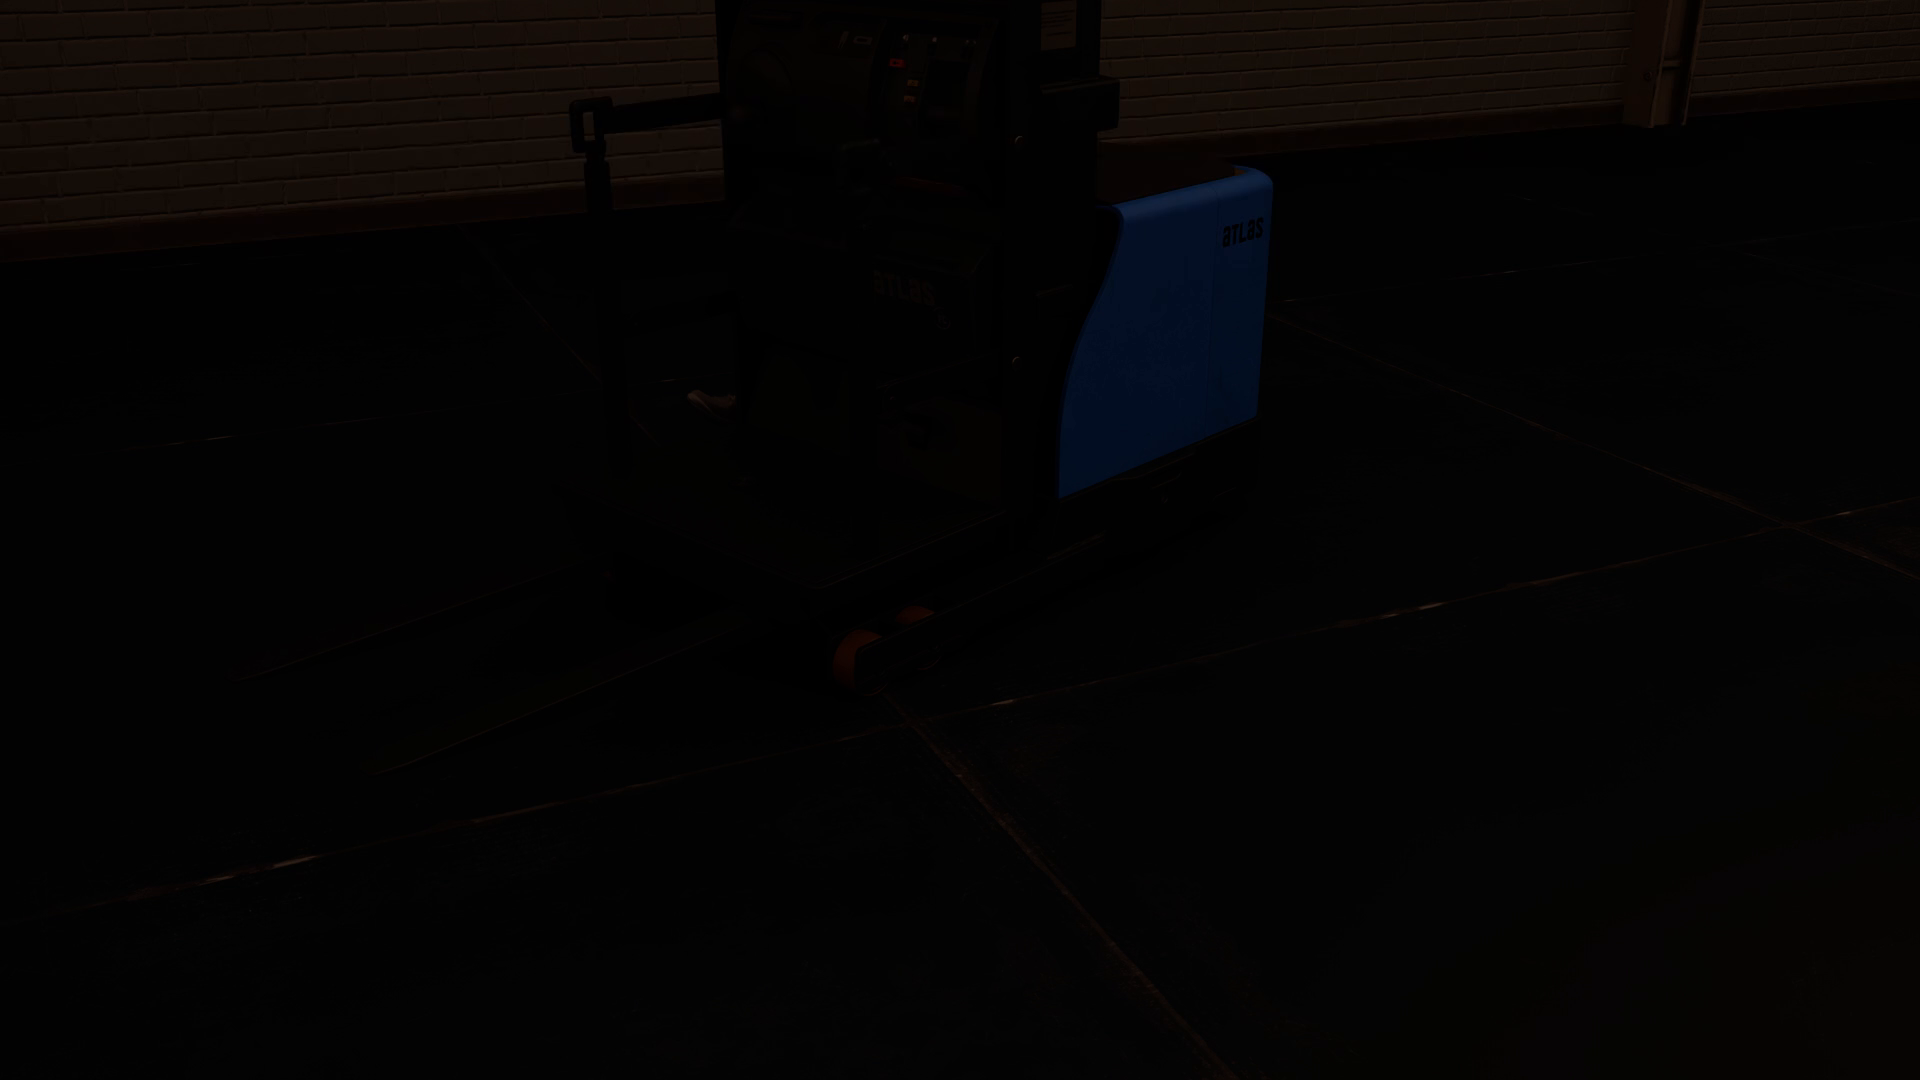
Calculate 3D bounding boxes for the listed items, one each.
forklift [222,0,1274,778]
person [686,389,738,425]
[{"bbox_3d":[-0.413,-1.182,4.131,1.130,2.935,3.031,19,29,39],"label":"forklift"},{"bbox_3d":[-0.269,-1.007,5.776,1.145,1.374,0.922,13,26,28],"label":"person"}]
